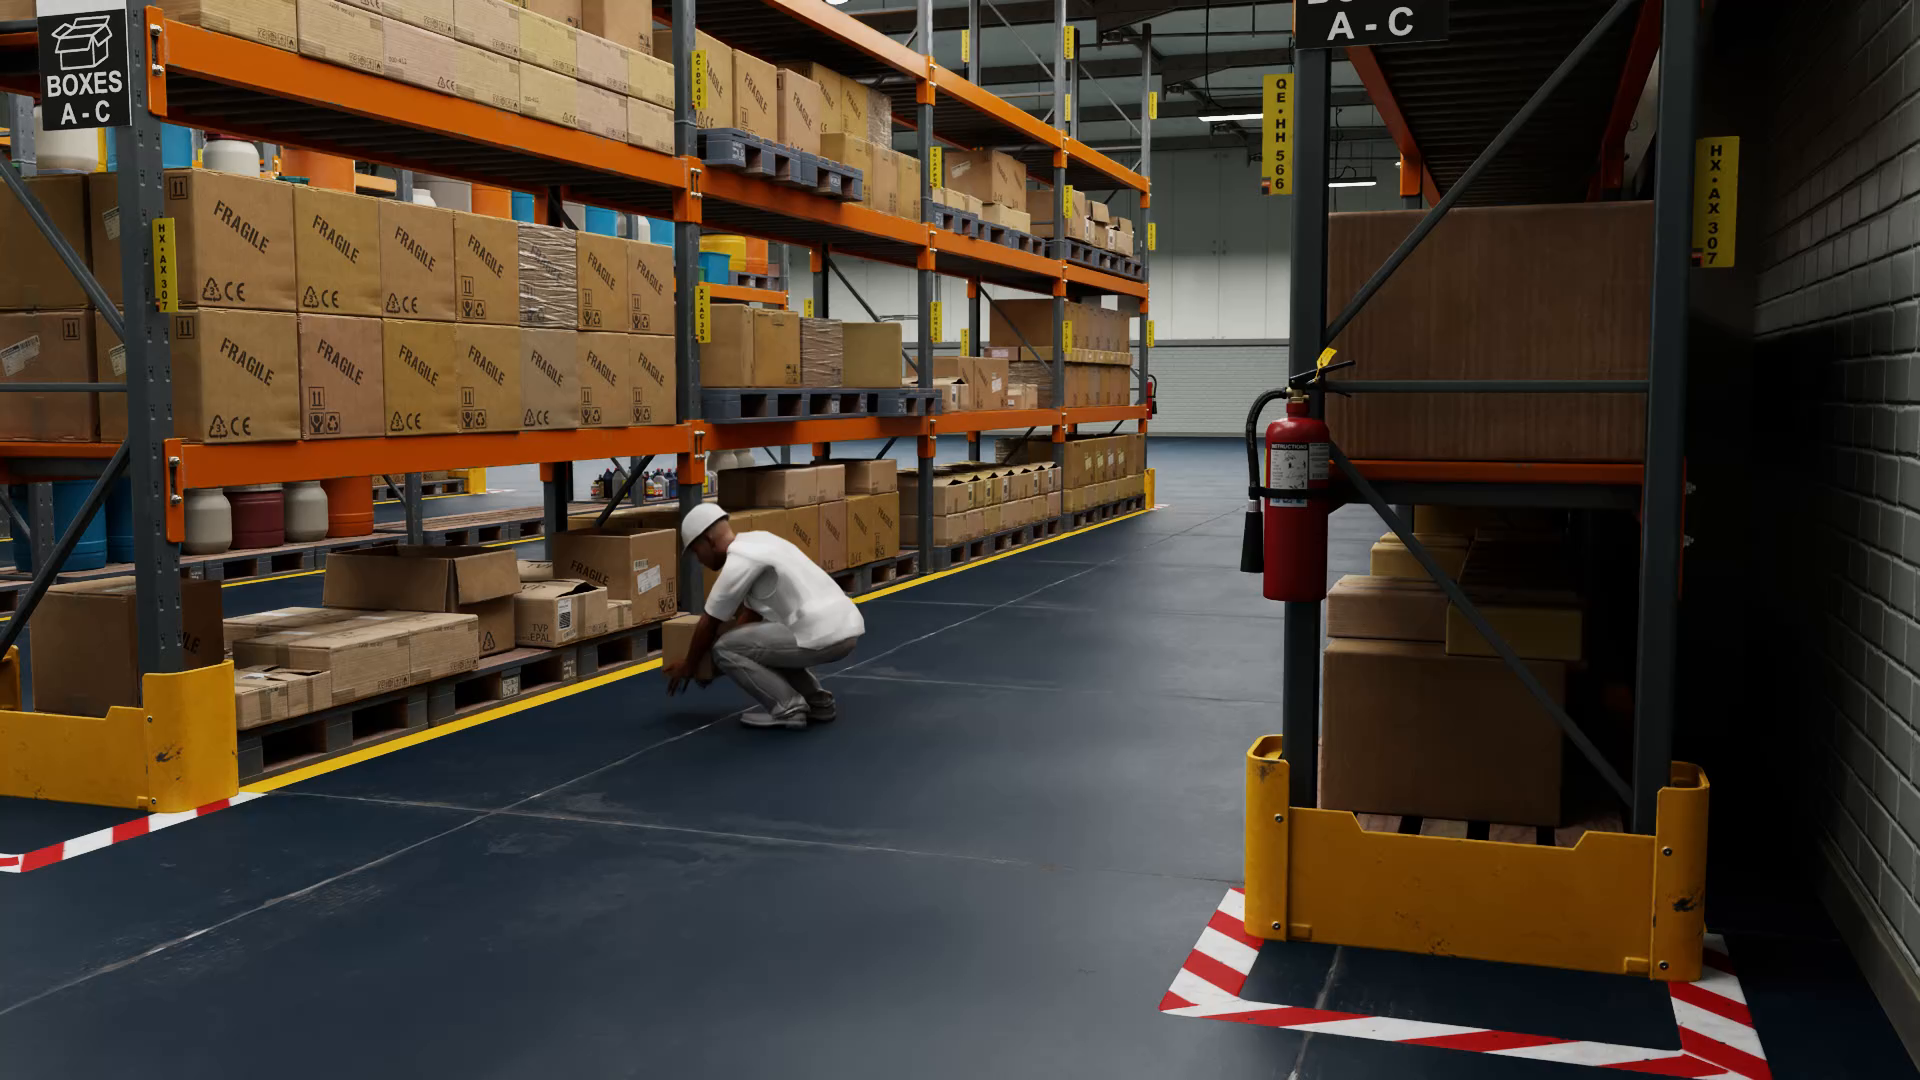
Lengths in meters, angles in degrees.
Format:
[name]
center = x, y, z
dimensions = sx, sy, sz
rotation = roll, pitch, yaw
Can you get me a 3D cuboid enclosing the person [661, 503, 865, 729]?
[person]
center = -0.890, 0.335, 7.498
dimensions = 0.885, 0.997, 0.579
rotation = 2, 5, 18
